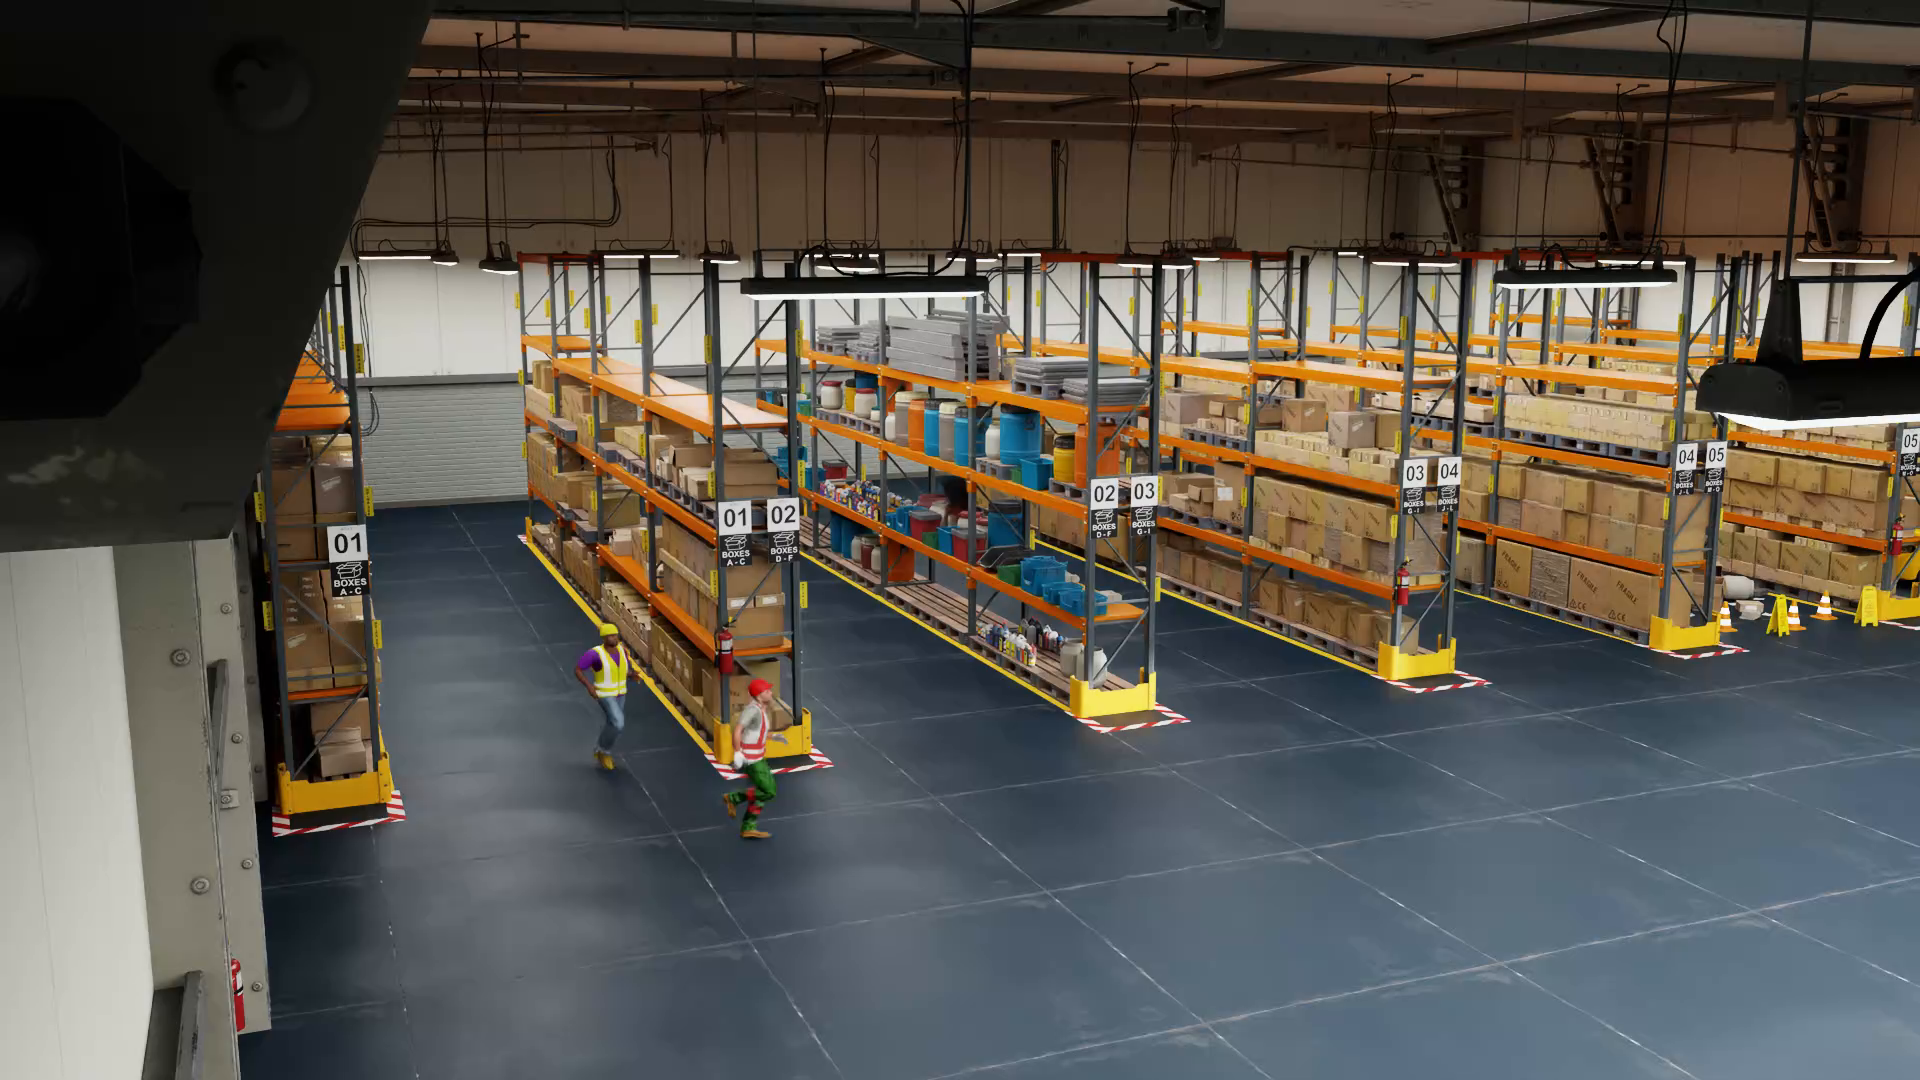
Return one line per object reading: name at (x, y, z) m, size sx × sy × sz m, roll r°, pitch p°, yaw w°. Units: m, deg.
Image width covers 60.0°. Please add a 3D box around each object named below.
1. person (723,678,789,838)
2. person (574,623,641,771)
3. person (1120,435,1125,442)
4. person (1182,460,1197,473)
person at (-2.168, 2.320, 17.632) m, size 0.686 × 1.729 × 0.707 m, roll 0°, pitch 10°, yaw 1°
person at (-4.175, 1.876, 19.946) m, size 0.705 × 1.776 × 0.673 m, roll 7°, pitch 12°, yaw 33°
person at (3.844, -1.739, 40.141) m, size 0.528 × 1.594 × 0.596 m, roll -1°, pitch 10°, yaw -4°
person at (5.836, -2.065, 41.628) m, size 0.542 × 1.708 × 0.746 m, roll 4°, pitch 11°, yaw 22°
